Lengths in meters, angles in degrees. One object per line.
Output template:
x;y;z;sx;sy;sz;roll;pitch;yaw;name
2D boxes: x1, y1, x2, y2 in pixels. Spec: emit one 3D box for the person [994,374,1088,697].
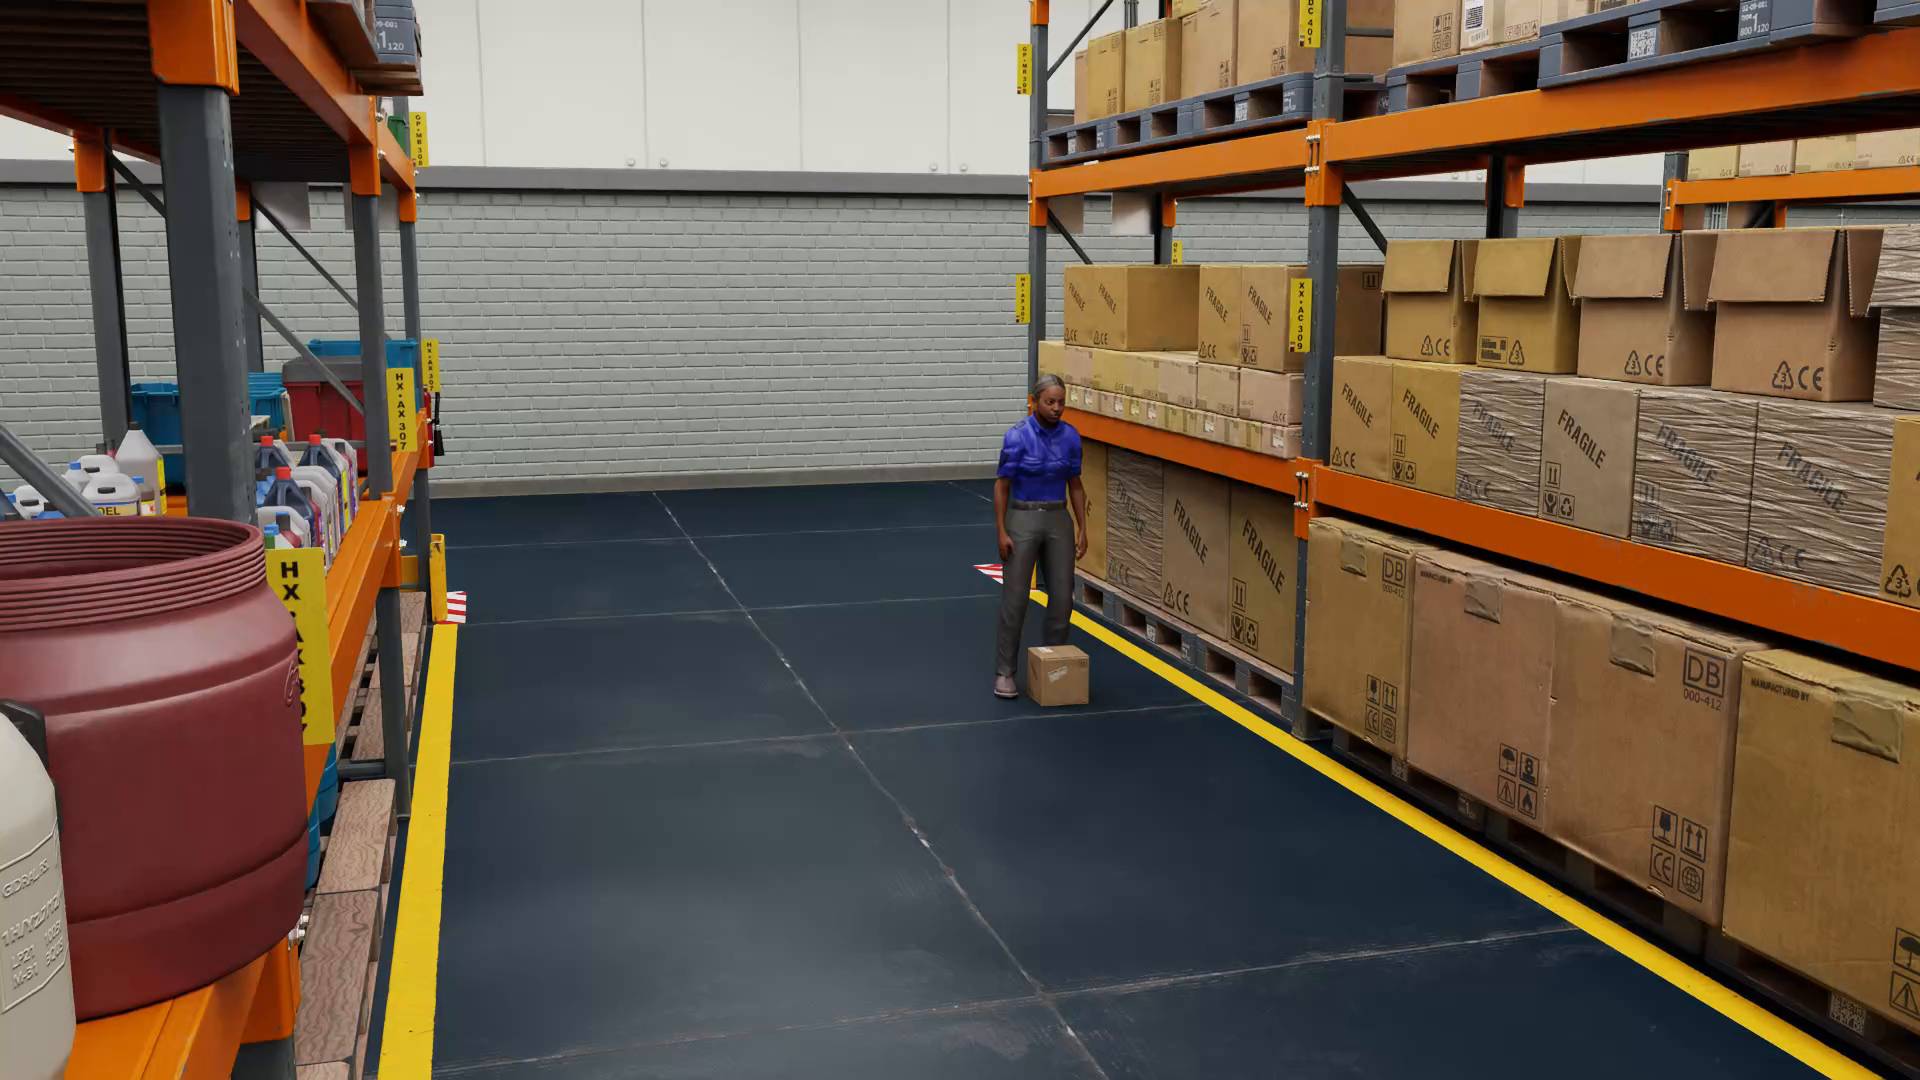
0.408;-0.034;8.599;0.528;1.655;0.348;-3;10;-18;person
